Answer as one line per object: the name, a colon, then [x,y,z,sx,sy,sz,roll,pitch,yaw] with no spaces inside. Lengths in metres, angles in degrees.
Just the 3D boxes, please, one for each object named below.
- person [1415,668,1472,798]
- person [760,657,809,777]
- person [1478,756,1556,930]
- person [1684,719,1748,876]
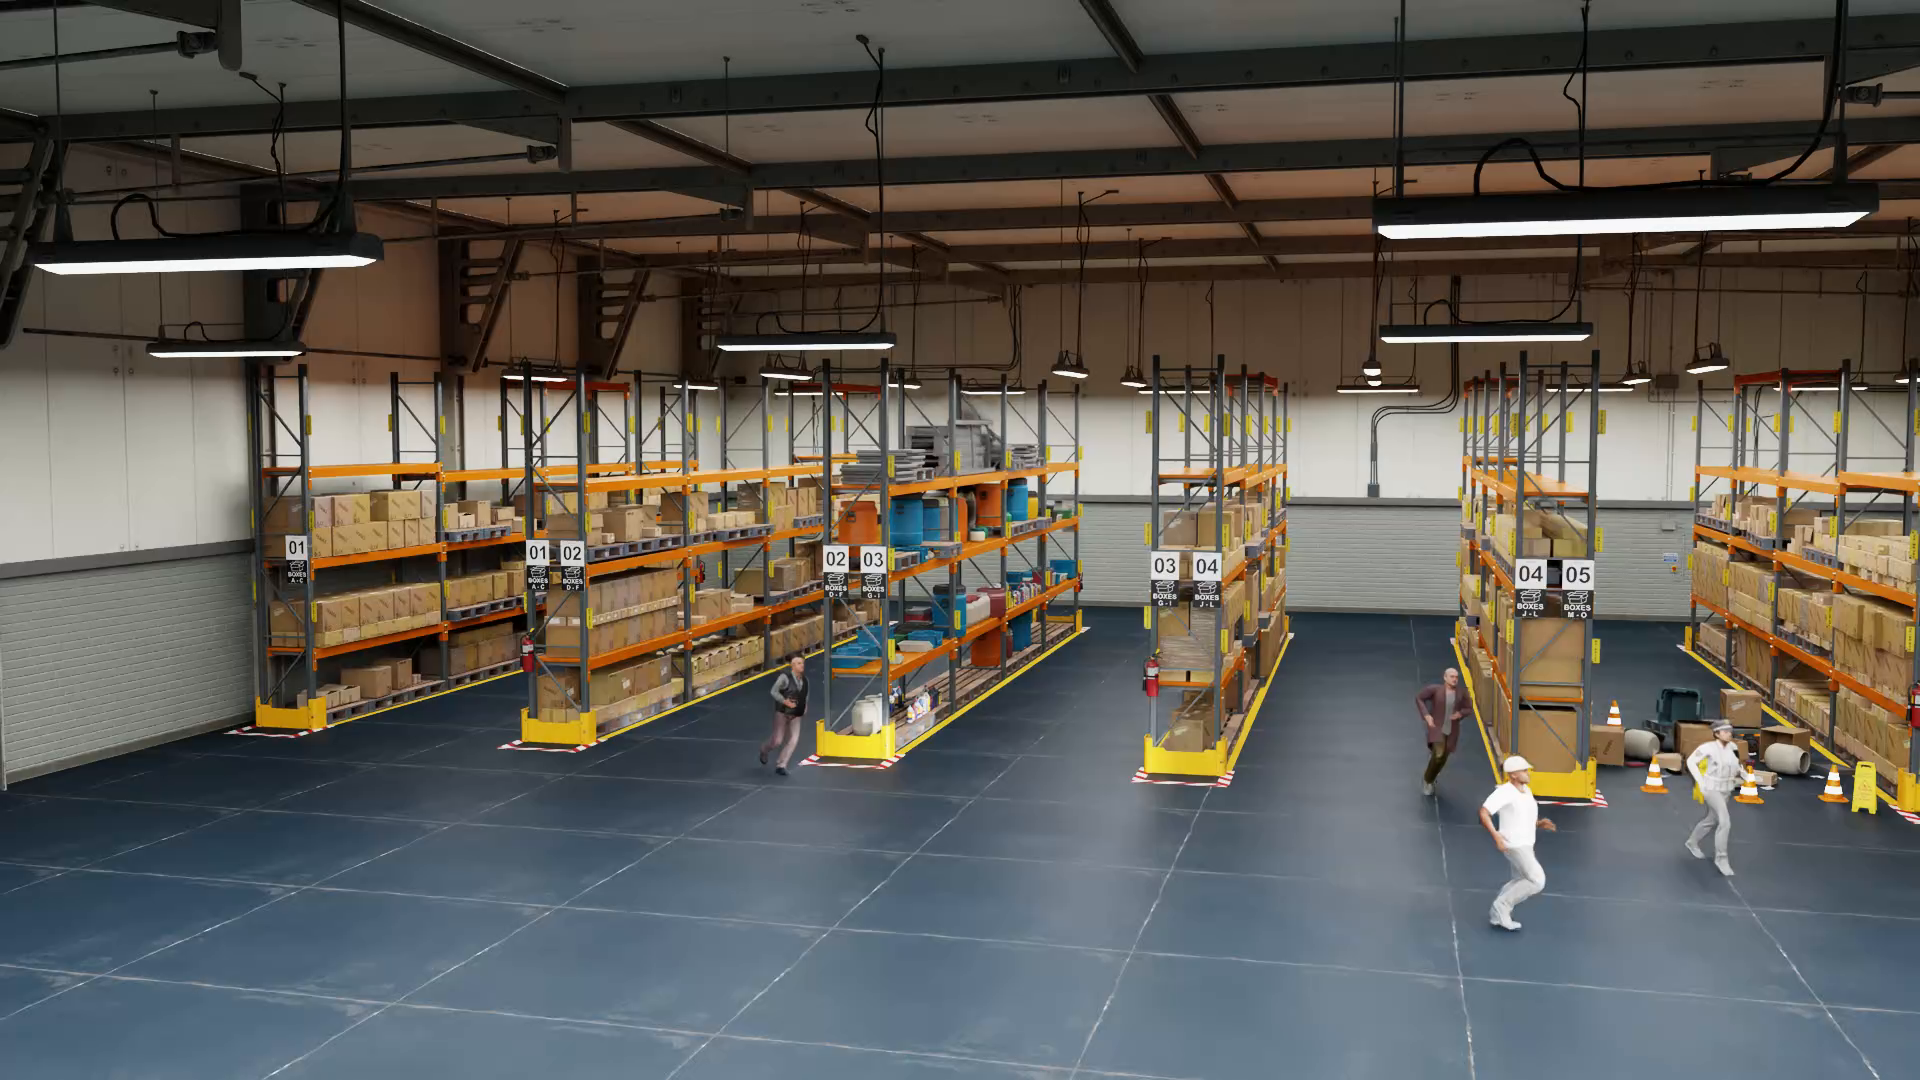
person: [6.559,2.693,22.510,0.701,1.556,0.699,0,4,-4]
person: [-2.480,2.489,24.109,0.697,1.602,0.776,-2,5,-31]
person: [5.524,2.995,16.372,0.634,1.724,0.683,3,5,39]
person: [8.551,2.859,18.818,0.607,1.744,0.757,-2,4,-25]
